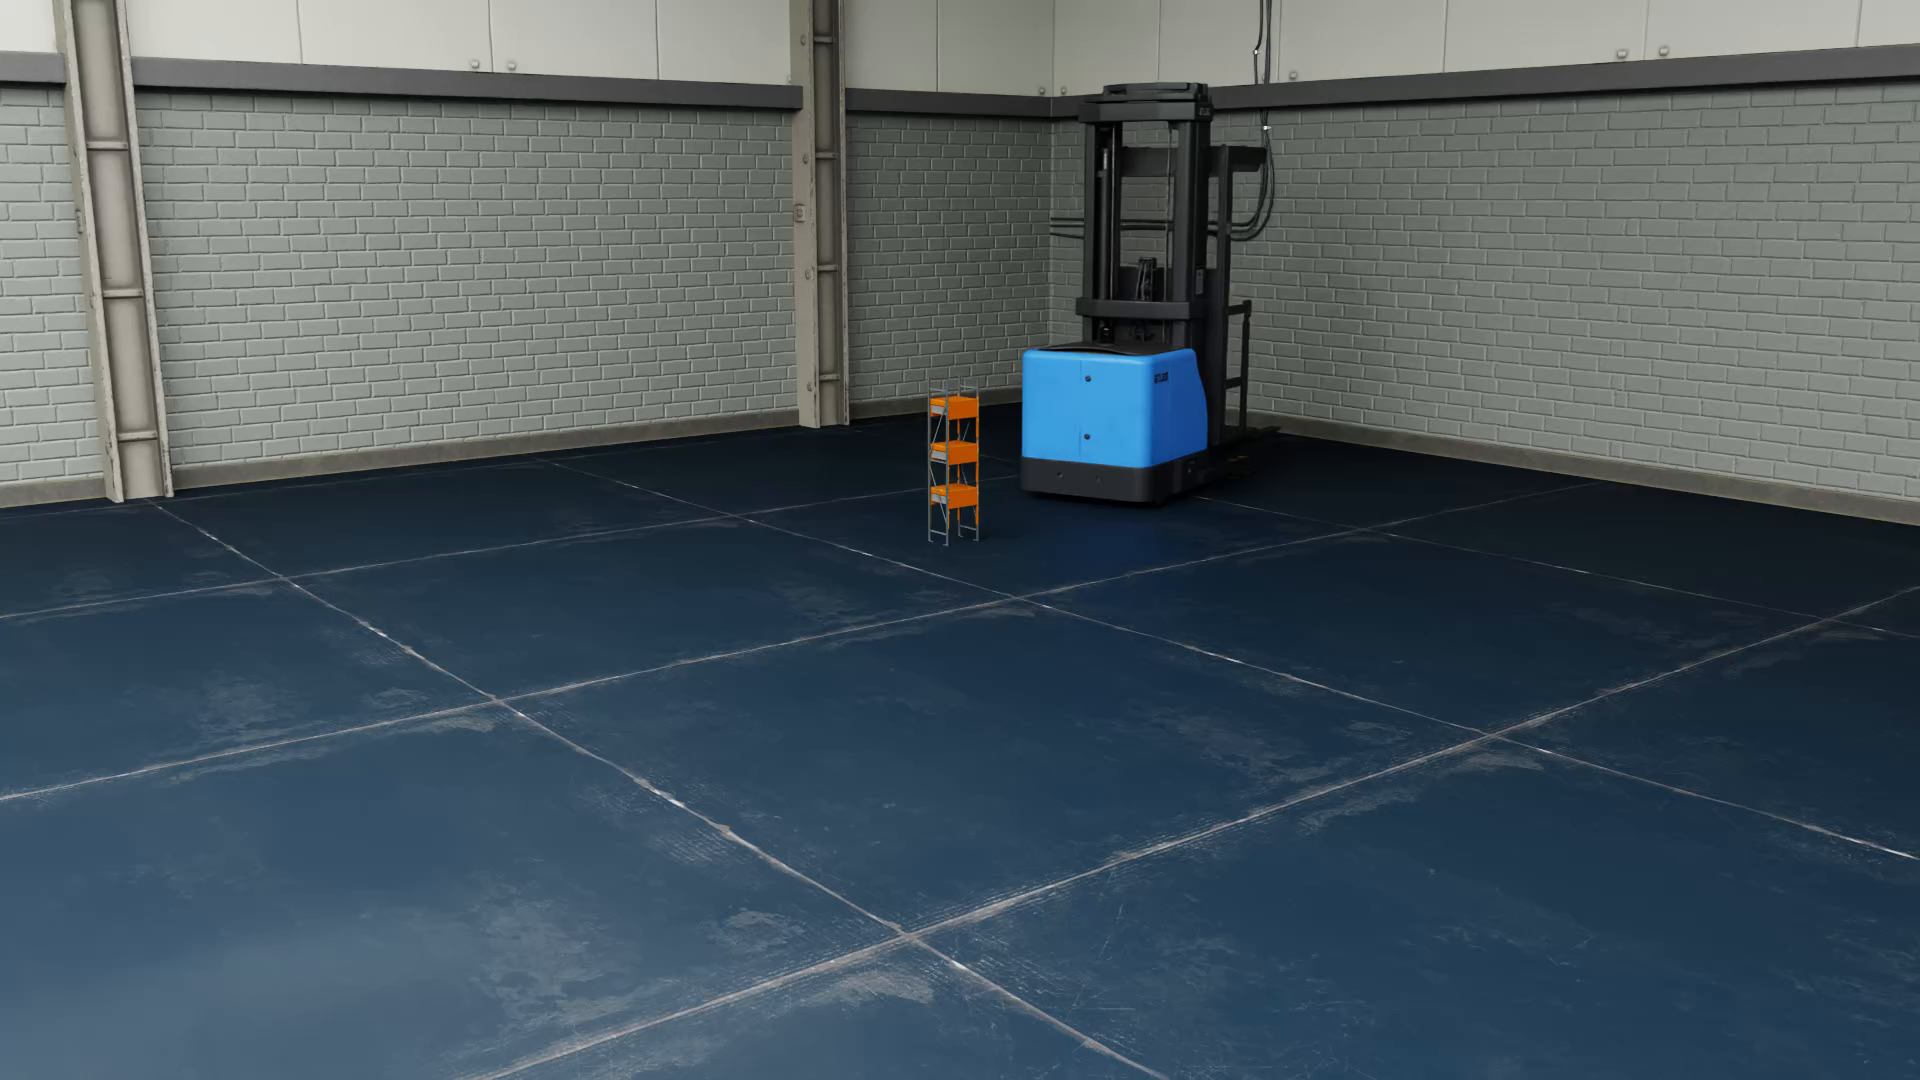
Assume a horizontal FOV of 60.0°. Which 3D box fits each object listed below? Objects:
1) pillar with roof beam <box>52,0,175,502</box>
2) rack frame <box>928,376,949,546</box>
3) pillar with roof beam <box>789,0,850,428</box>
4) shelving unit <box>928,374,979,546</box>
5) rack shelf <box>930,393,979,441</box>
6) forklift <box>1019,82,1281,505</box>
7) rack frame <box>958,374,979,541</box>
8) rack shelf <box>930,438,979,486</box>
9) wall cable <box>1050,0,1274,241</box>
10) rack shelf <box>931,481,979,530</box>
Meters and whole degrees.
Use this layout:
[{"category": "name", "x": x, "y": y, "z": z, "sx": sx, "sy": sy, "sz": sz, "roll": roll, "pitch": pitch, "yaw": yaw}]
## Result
[{"category": "pillar with roof beam", "x": -3.290, "y": -4.022, "z": 7.905, "sx": 0.400, "sy": 9.000, "sz": 9.100, "roll": -9, "pitch": 15, "yaw": -38}, {"category": "rack frame", "x": -0.137, "y": -0.491, "z": 10.412, "sx": 0.008, "sy": 1.050, "sz": 0.200, "roll": -9, "pitch": 15, "yaw": -38}, {"category": "pillar with roof beam", "x": 1.396, "y": -4.800, "z": 11.571, "sx": 0.400, "sy": 9.000, "sz": 9.100, "roll": -9, "pitch": 15, "yaw": -38}, {"category": "shelving unit", "x": -0.042, "y": -0.507, "z": 10.487, "sx": 0.252, "sy": 1.050, "sz": 0.215, "roll": -9, "pitch": 15, "yaw": -38}, {"category": "rack shelf", "x": -0.042, "y": -0.774, "z": 10.430, "sx": 0.240, "sy": 0.259, "sz": 0.215, "roll": -9, "pitch": 15, "yaw": -38}, {"category": "forklift", "x": 1.633, "y": -1.939, "z": 12.705, "sx": 1.130, "sy": 2.935, "sz": 3.031, "roll": 7, "pitch": 14, "yaw": 31}, {"category": "rack frame", "x": 0.053, "y": -0.522, "z": 10.562, "sx": 0.008, "sy": 1.050, "sz": 0.200, "roll": -9, "pitch": 15, "yaw": -38}, {"category": "rack shelf", "x": -0.042, "y": -0.496, "z": 10.489, "sx": 0.240, "sy": 0.259, "sz": 0.215, "roll": -9, "pitch": 15, "yaw": -38}, {"category": "wall cable", "x": 1.833, "y": -4.148, "z": 15.972, "sx": 0.112, "sy": 2.526, "sz": 3.097, "roll": -9, "pitch": 15, "yaw": -38}, {"category": "rack shelf", "x": -0.042, "y": -0.224, "z": 10.547, "sx": 0.240, "sy": 0.259, "sz": 0.215, "roll": -9, "pitch": 15, "yaw": -38}]
